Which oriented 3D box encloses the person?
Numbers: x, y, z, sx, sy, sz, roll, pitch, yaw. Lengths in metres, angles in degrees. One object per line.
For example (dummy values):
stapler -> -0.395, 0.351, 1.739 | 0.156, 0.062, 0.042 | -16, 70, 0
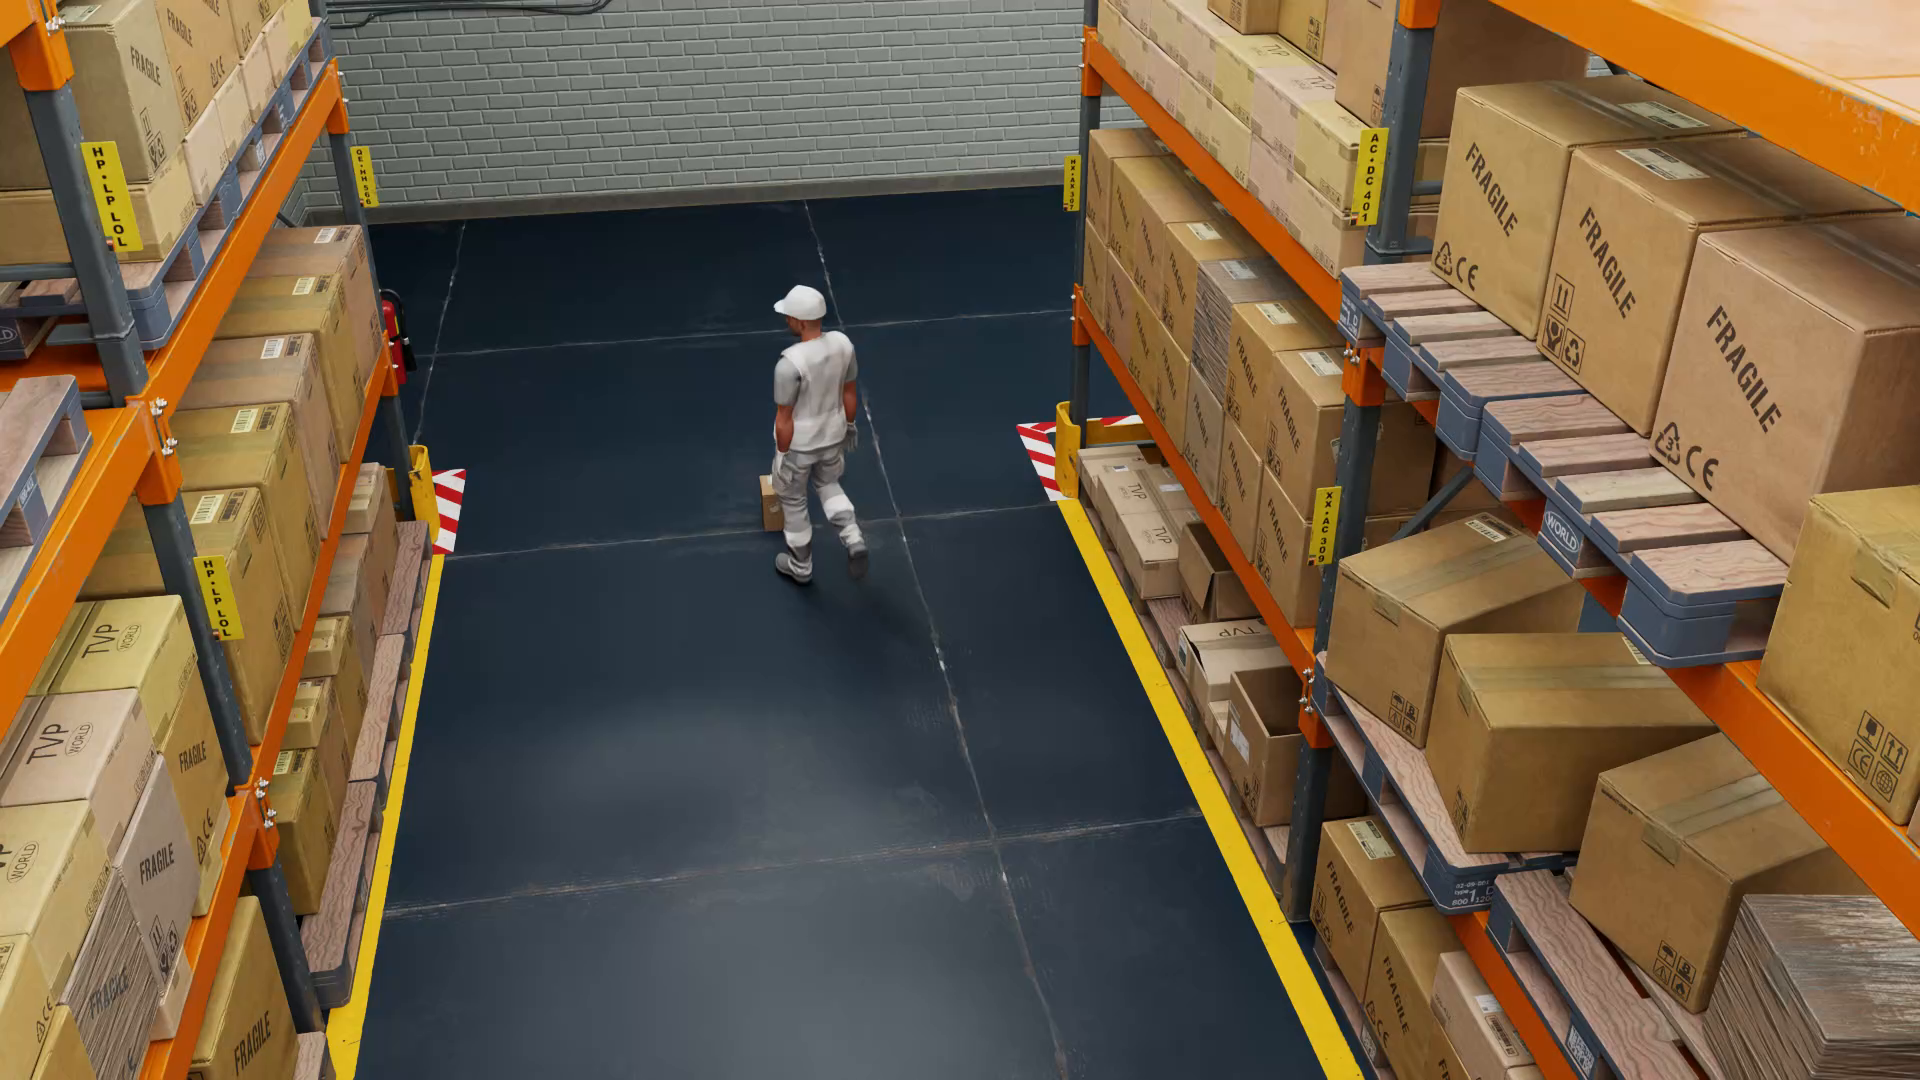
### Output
person -> -0.779, -0.541, 9.009 | 0.563, 1.778, 0.650 | -23, 37, -33
